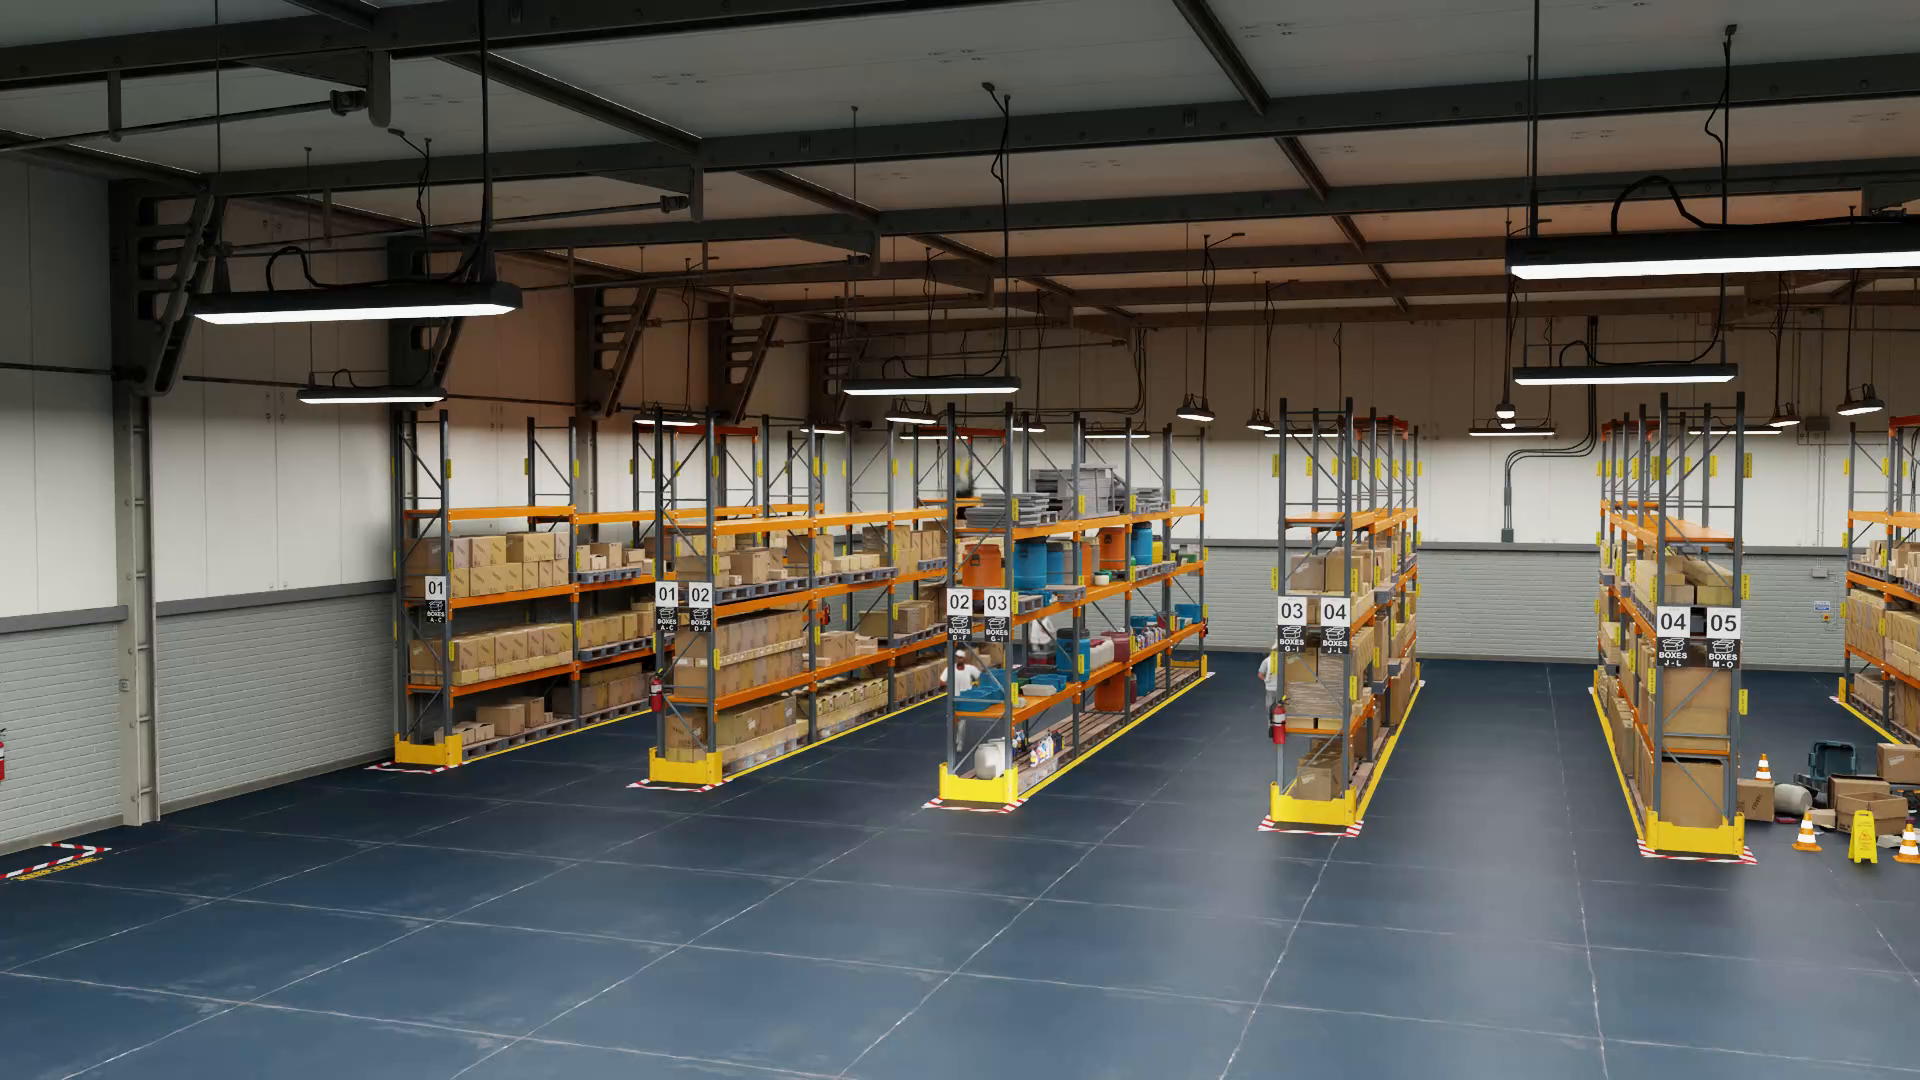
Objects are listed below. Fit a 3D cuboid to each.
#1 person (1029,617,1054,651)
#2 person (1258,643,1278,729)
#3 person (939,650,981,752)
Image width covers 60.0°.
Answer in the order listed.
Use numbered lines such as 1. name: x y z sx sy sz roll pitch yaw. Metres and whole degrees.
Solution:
1. person: 1.878 2.415 39.002 0.656 1.759 0.968 0 2 10
2. person: 5.895 2.794 30.958 0.691 1.750 0.764 0 2 9
3. person: -0.007 2.823 29.520 0.736 1.755 0.956 0 2 8
